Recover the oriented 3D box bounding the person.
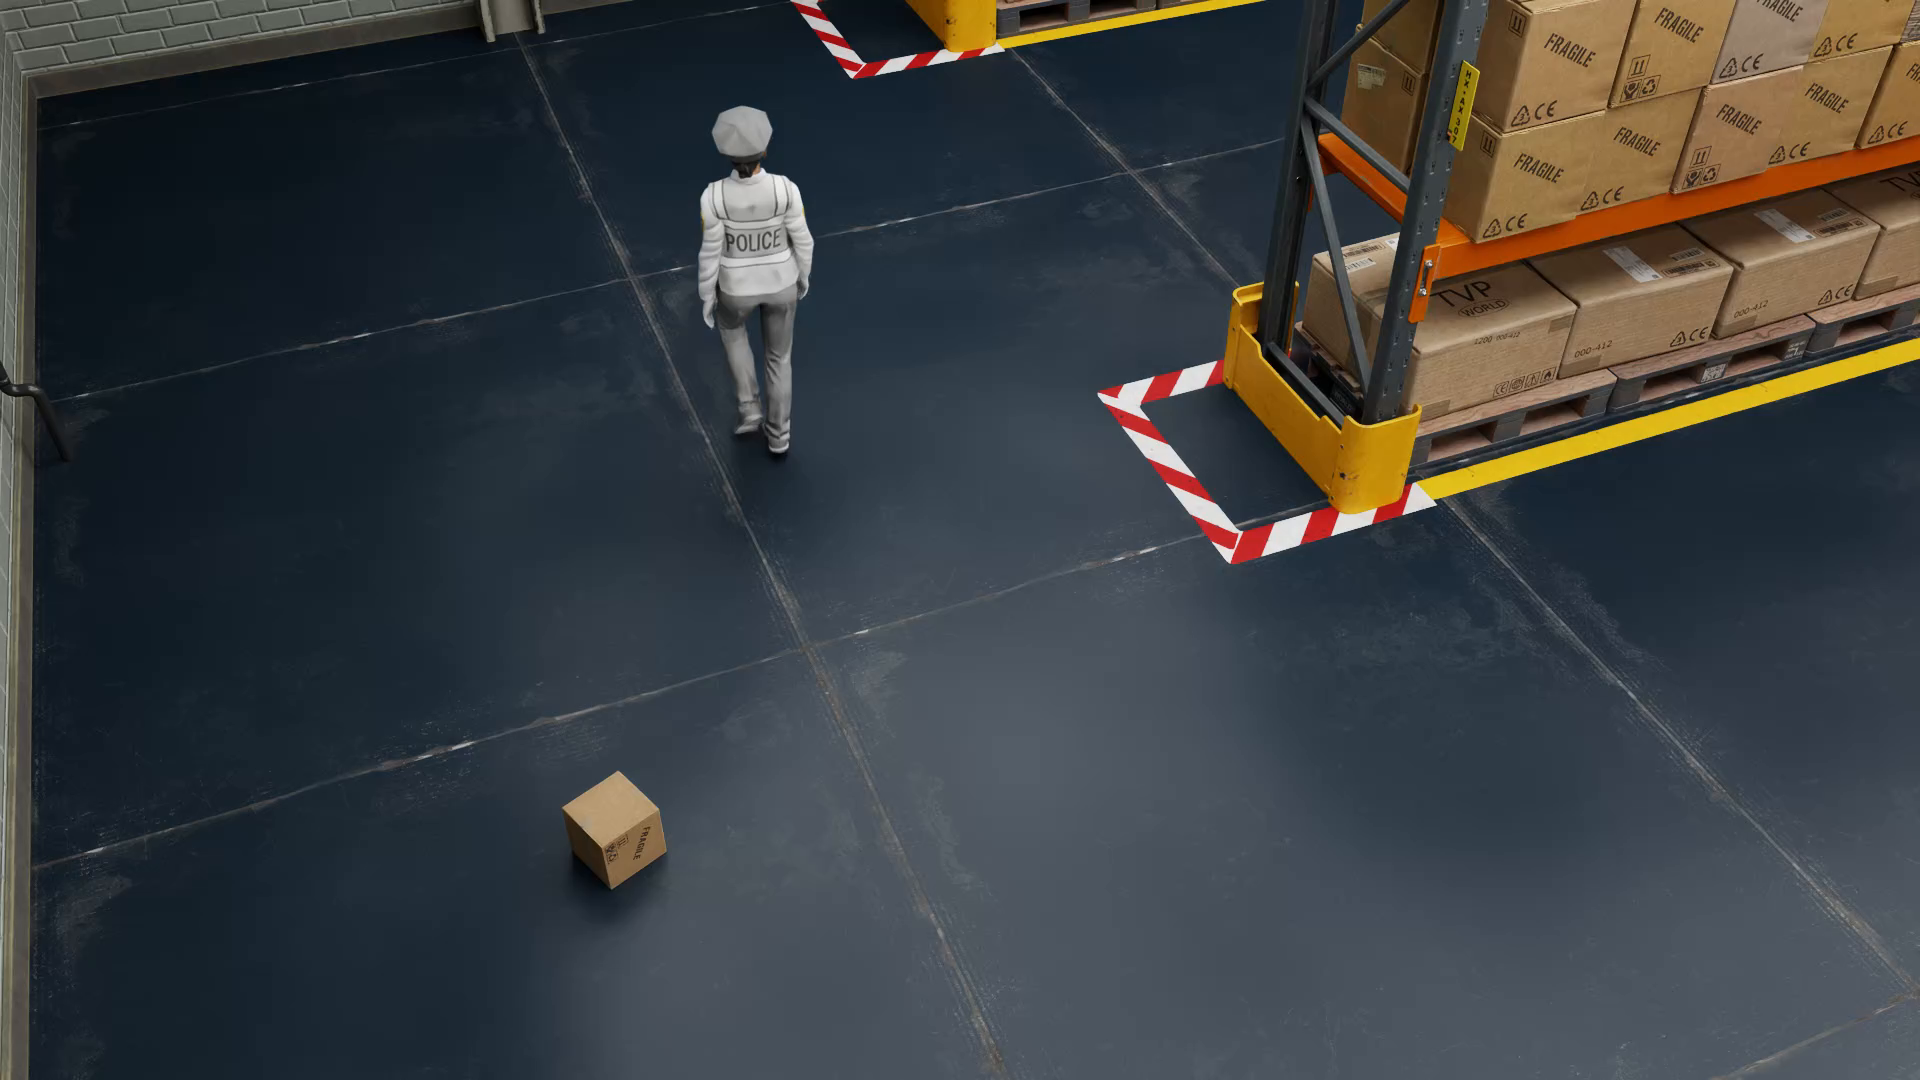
[{"bbox_3d":[-0.900,-1.141,7.387,0.518,1.718,0.441,-6,42,-6],"label":"person"}]
